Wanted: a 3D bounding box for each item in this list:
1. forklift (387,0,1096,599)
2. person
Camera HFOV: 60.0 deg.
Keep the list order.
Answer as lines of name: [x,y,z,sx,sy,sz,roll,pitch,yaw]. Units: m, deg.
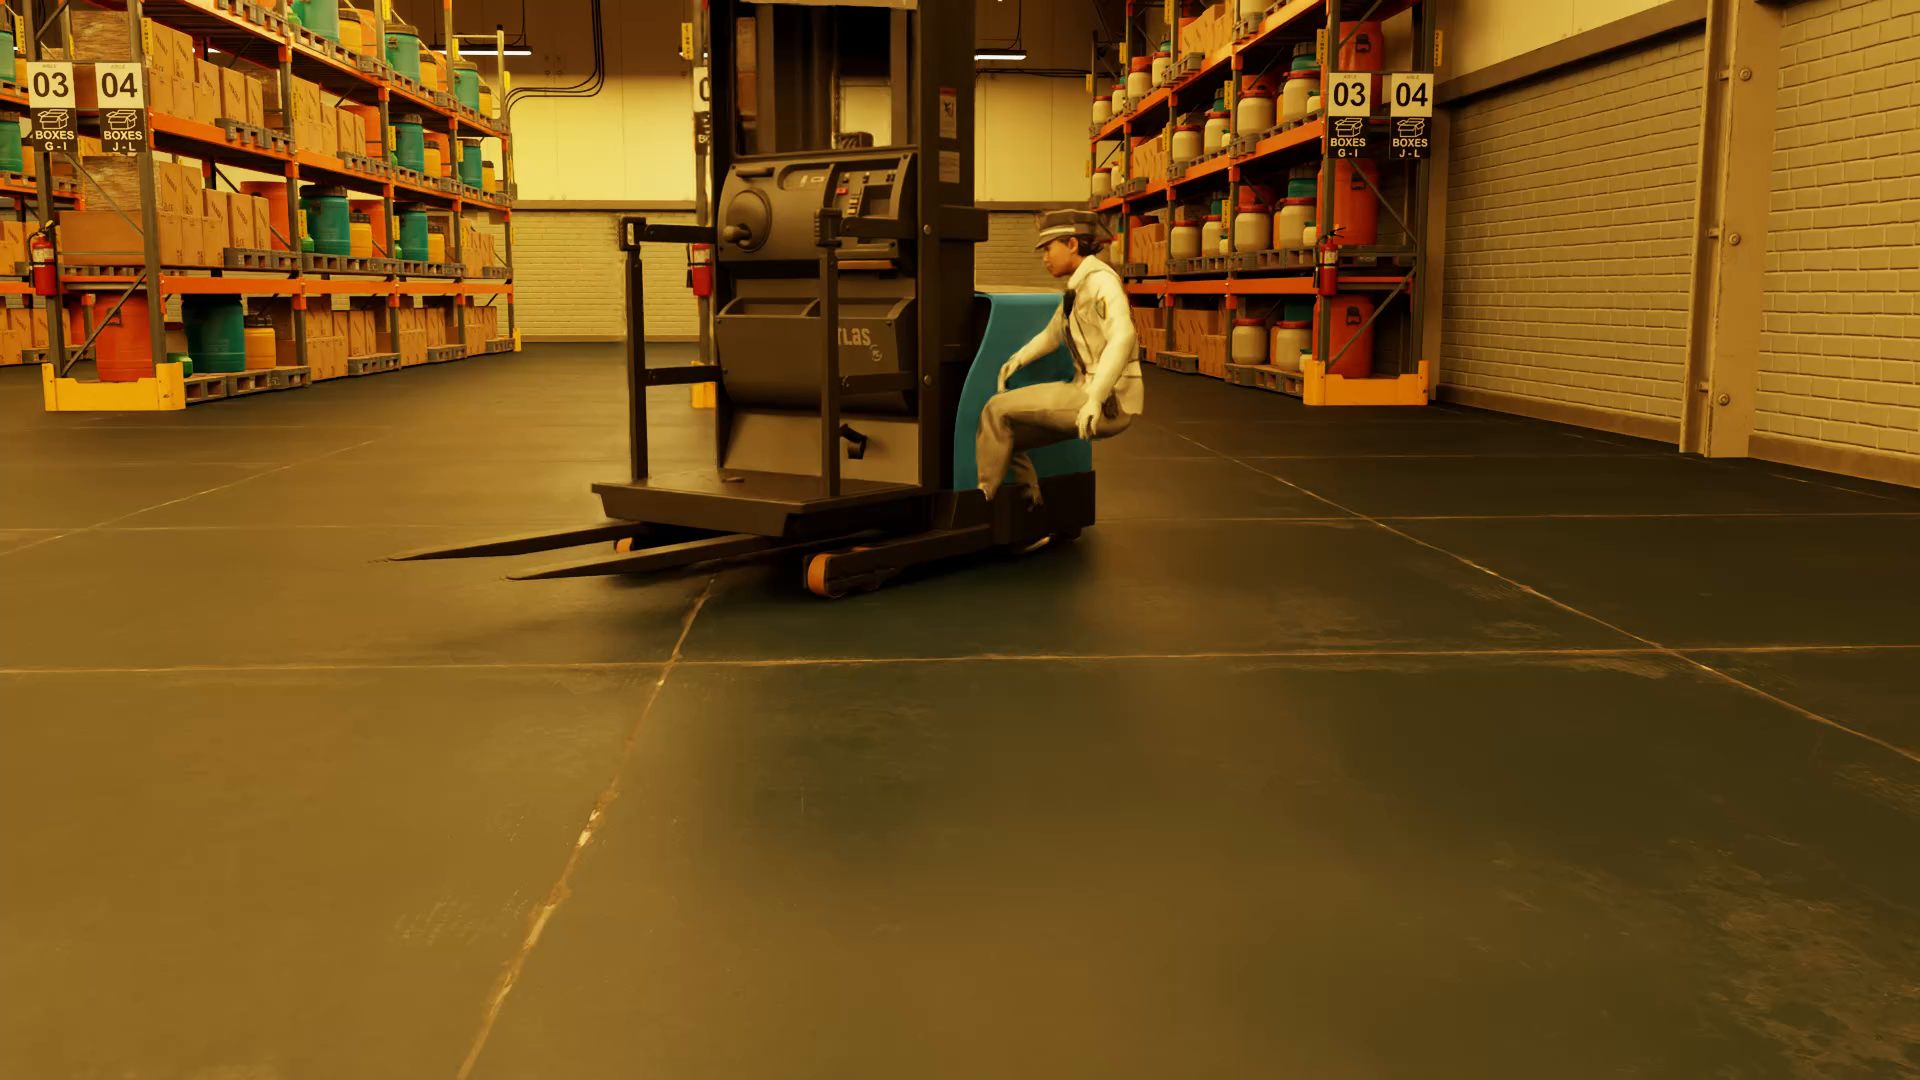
forklift: [-0.693,-1.321,6.227,1.130,2.935,3.031,6,11,36]
person: [0.287,-0.563,6.572,0.852,1.461,0.738,-1,9,-7]
